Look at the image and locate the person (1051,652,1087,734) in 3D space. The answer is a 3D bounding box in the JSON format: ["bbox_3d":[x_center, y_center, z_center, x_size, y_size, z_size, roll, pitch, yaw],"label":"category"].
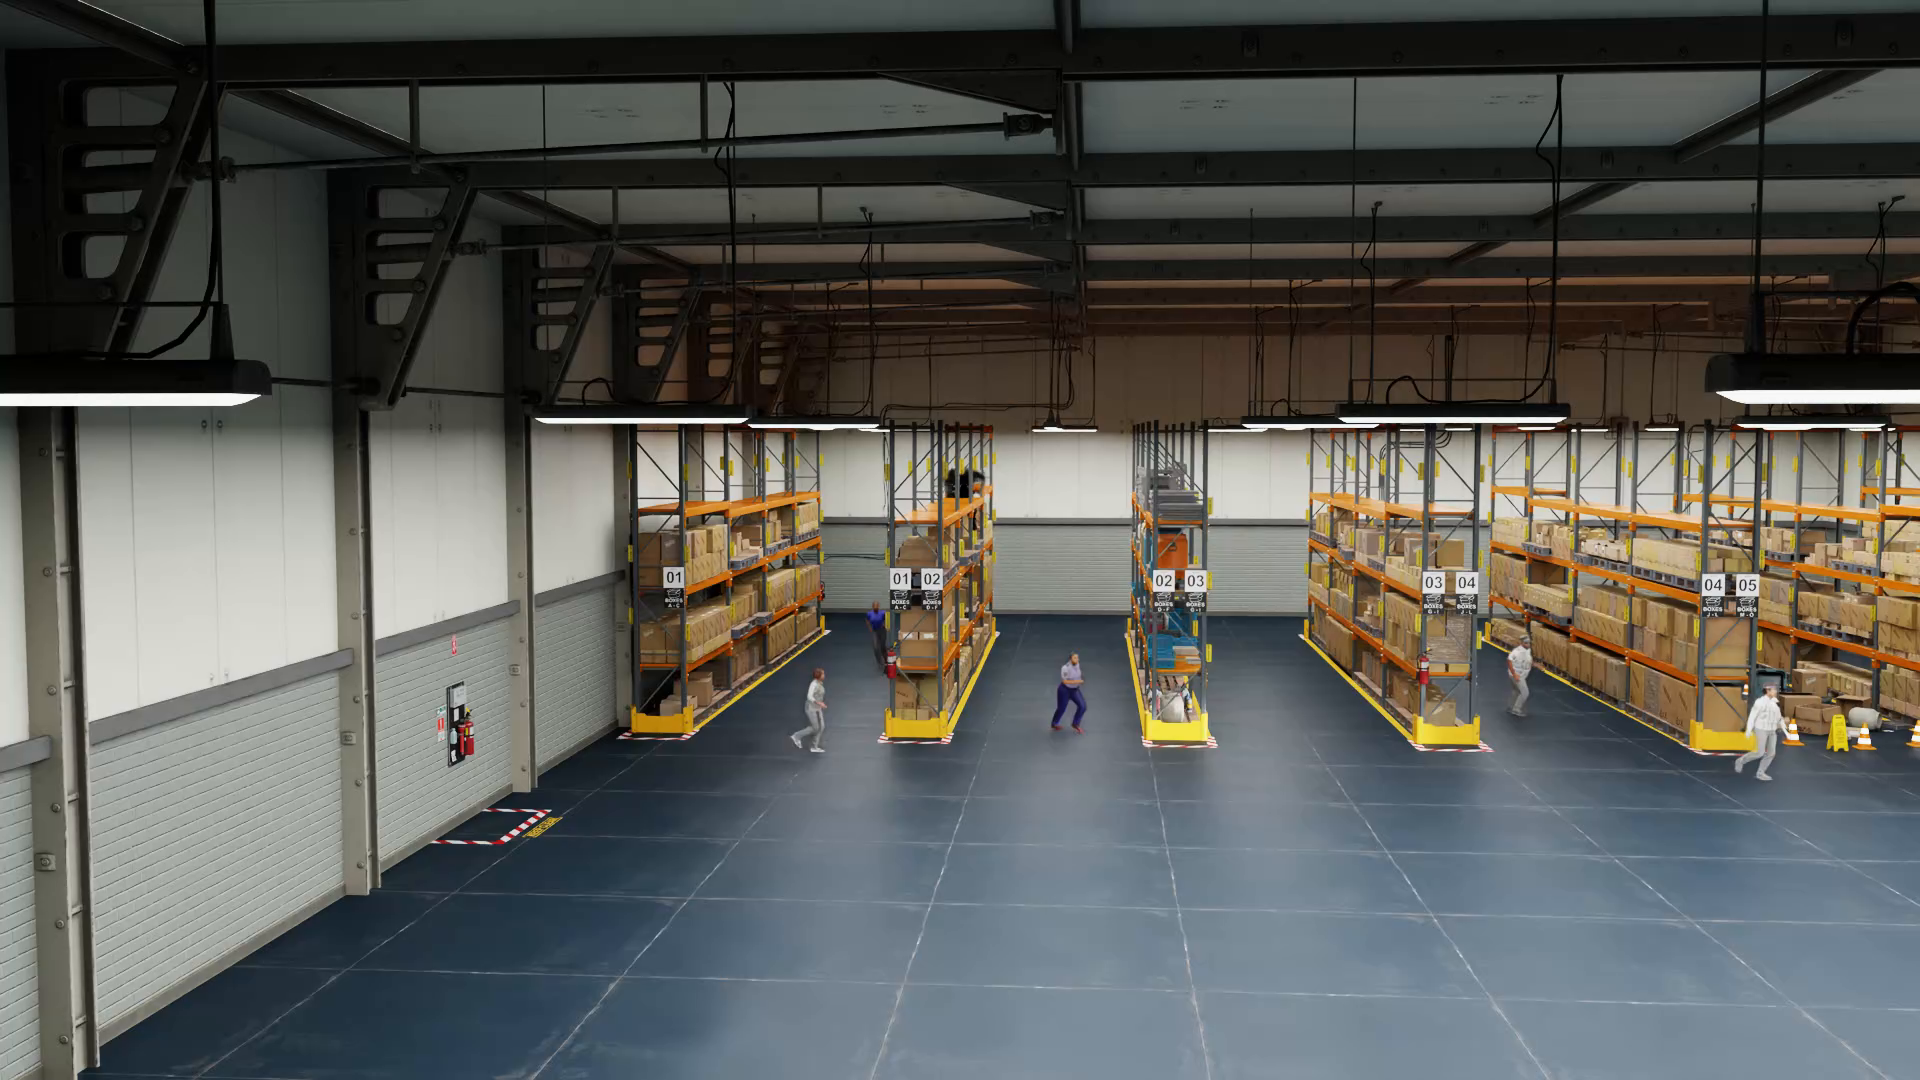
[{"bbox_3d":[2.084,2.916,31.816,0.541,1.601,0.905,-3,4,-36],"label":"person"}]

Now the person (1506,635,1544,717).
[{"bbox_3d":[11.466,2.757,33.905,0.800,1.703,0.720,3,5,39],"label":"person"}]

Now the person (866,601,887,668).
[{"bbox_3d":[-2.048,2.342,40.979,0.573,1.551,0.840,0,4,5],"label":"person"}]

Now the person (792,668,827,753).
[{"bbox_3d":[-2.673,3.064,29.979,0.653,1.548,0.536,1,4,17],"label":"person"}]

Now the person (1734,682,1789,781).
[{"bbox_3d":[13.294,3.151,27.602,0.648,1.653,0.651,-2,4,-26],"label":"person"}]
